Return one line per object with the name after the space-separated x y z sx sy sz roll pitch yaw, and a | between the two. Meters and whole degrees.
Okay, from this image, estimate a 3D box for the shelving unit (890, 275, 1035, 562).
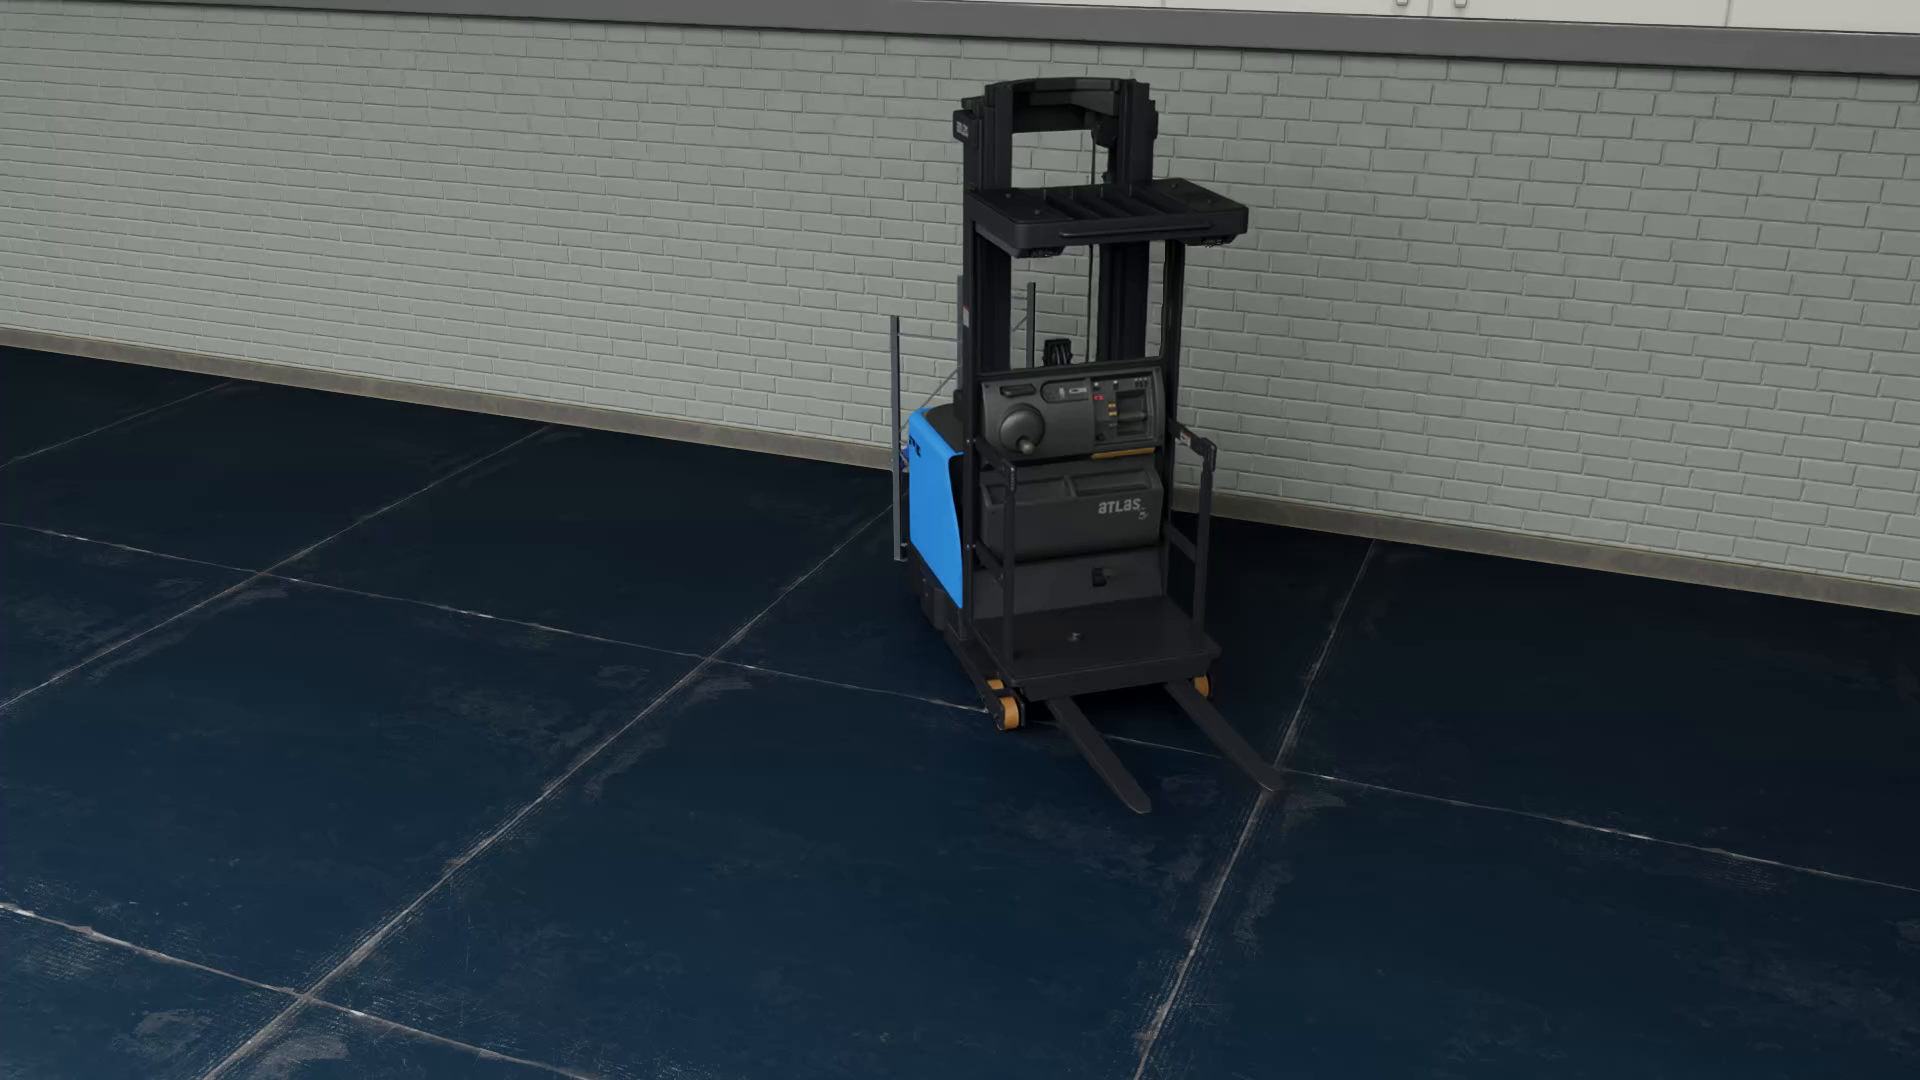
0.032 -0.723 10.034 0.538 1.500 1.048 9 24 20 | shelving unit

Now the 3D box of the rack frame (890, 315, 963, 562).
-0.157 -0.541 9.599 0.500 1.500 0.032 9 24 20 | rack frame

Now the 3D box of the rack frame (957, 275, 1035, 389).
0.220 -0.904 10.470 0.500 1.500 0.032 9 24 20 | rack frame

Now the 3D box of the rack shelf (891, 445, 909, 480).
0.032 -0.557 10.103 0.538 0.185 1.000 9 24 20 | rack shelf

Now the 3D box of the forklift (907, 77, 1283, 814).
0.621 -0.601 7.887 1.130 2.935 3.031 -7 24 -16 | forklift
